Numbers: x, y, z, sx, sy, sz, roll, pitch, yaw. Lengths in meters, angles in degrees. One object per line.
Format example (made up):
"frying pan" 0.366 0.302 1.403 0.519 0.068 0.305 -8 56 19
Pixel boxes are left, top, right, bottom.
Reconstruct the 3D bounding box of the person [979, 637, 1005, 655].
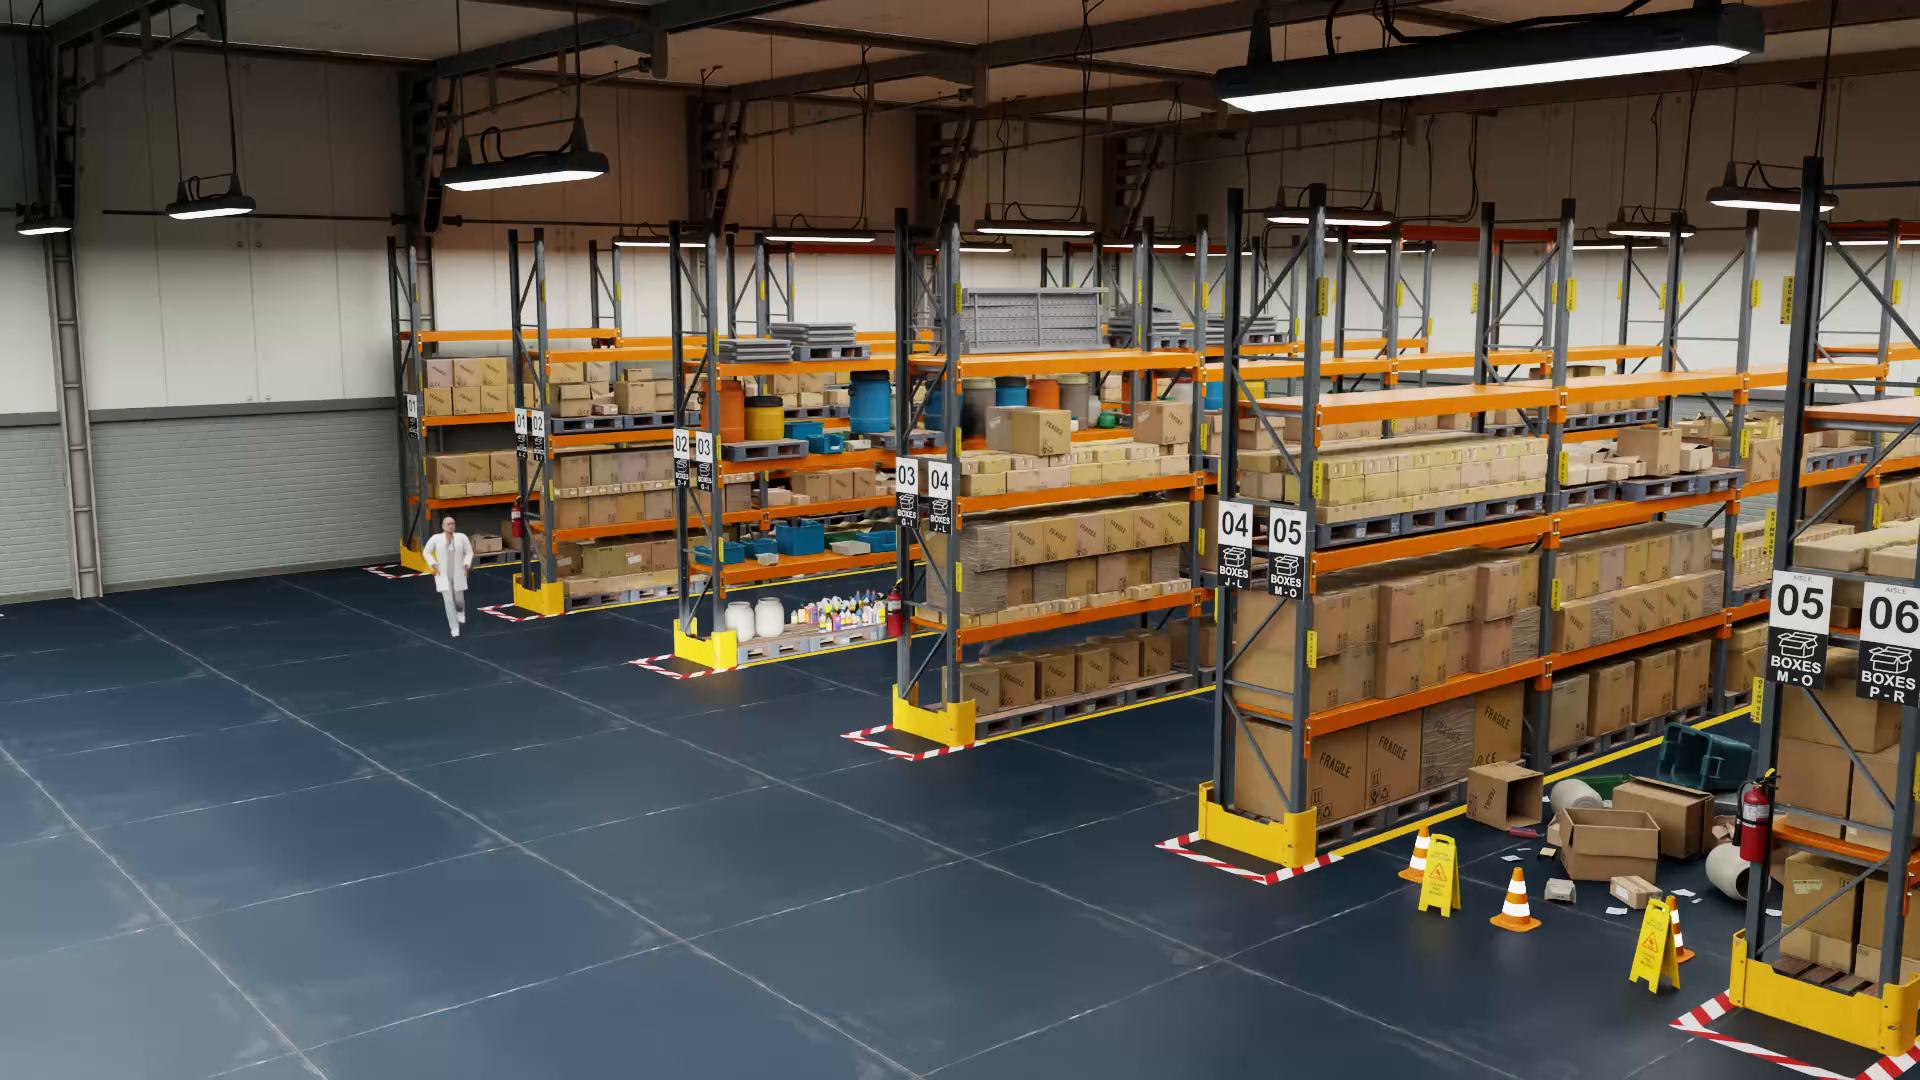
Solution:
"person" 0.448 0.749 23.504 0.561 1.716 0.849 7 11 38

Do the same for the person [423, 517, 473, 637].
"person" -7.597 0.524 24.725 0.718 1.759 0.761 -4 9 -22

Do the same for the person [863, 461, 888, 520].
"person" -1.637 -0.780 33.451 0.487 1.701 0.789 8 12 44
